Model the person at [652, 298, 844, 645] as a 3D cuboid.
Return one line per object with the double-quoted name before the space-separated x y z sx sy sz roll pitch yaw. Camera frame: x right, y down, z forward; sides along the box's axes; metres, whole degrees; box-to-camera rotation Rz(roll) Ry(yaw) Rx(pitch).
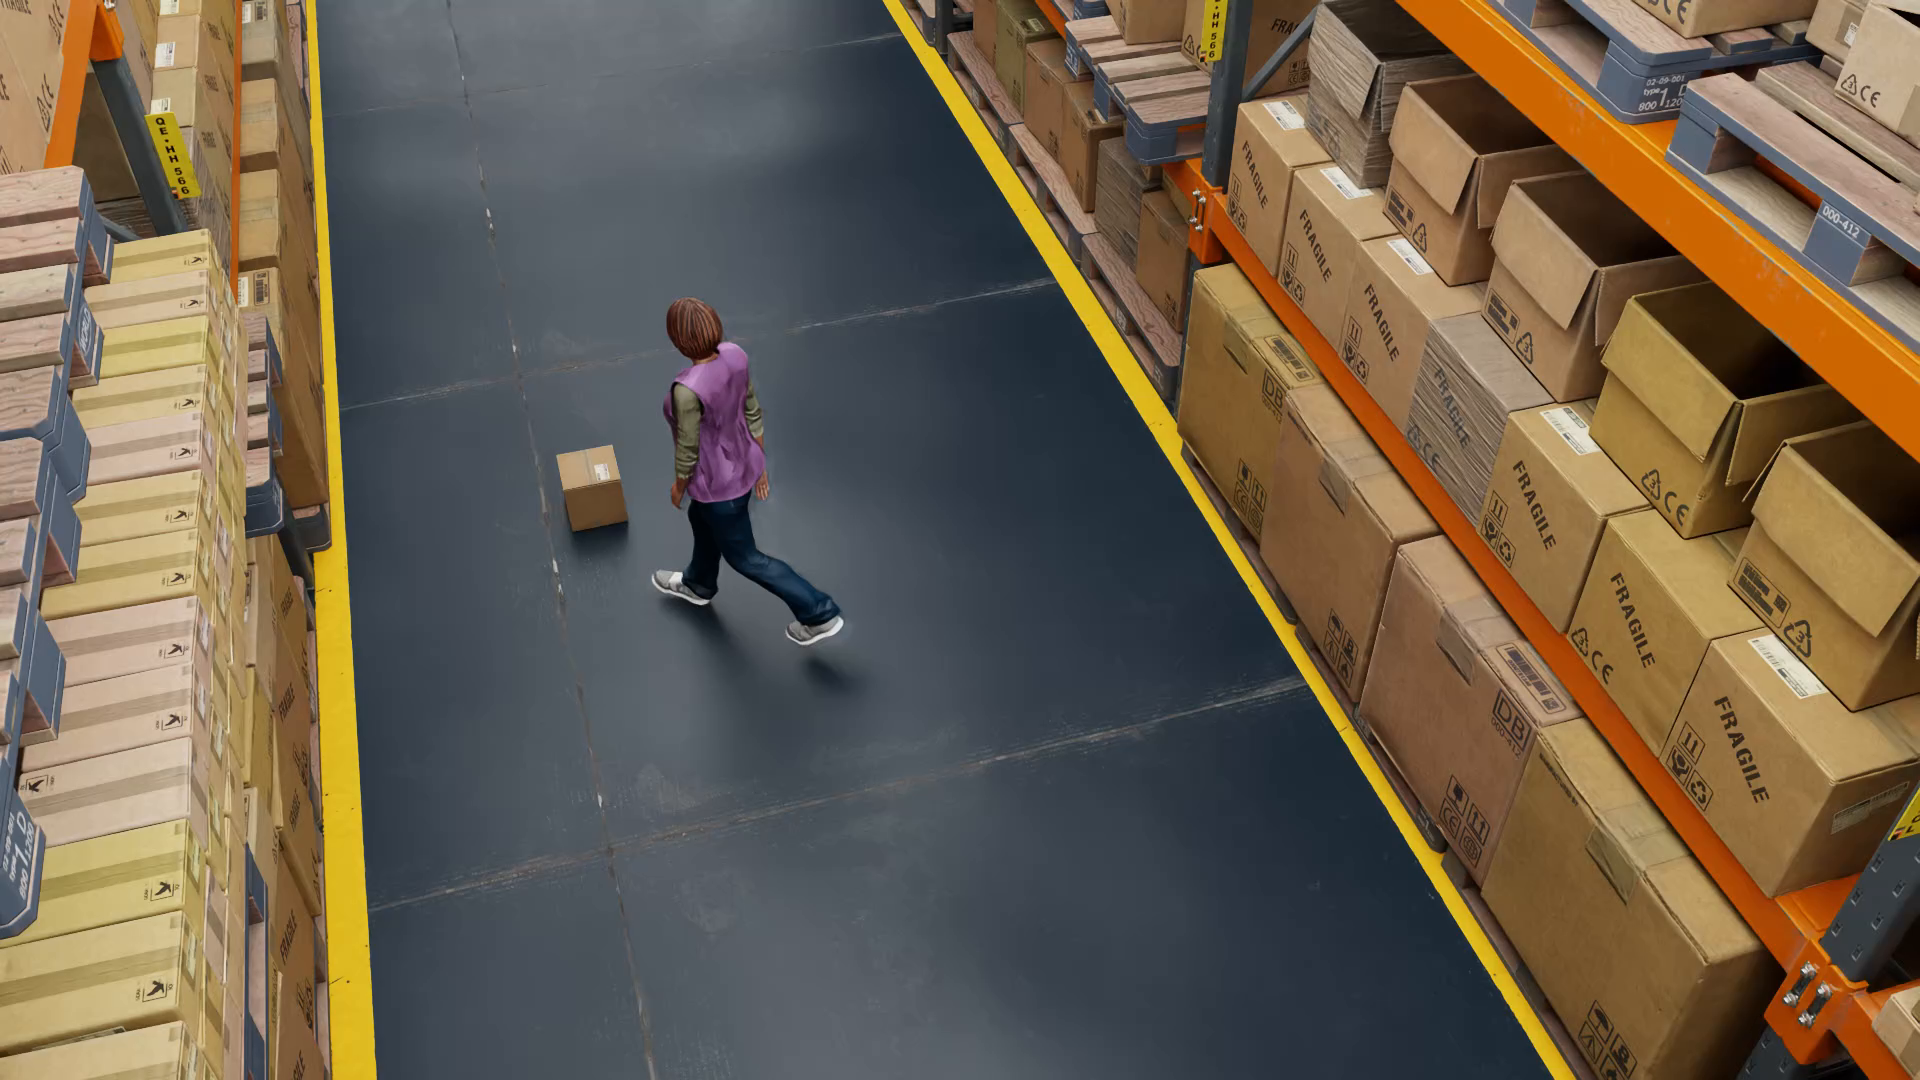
"person" -0.883 -0.237 6.421 0.928 1.557 0.383 14 45 15
